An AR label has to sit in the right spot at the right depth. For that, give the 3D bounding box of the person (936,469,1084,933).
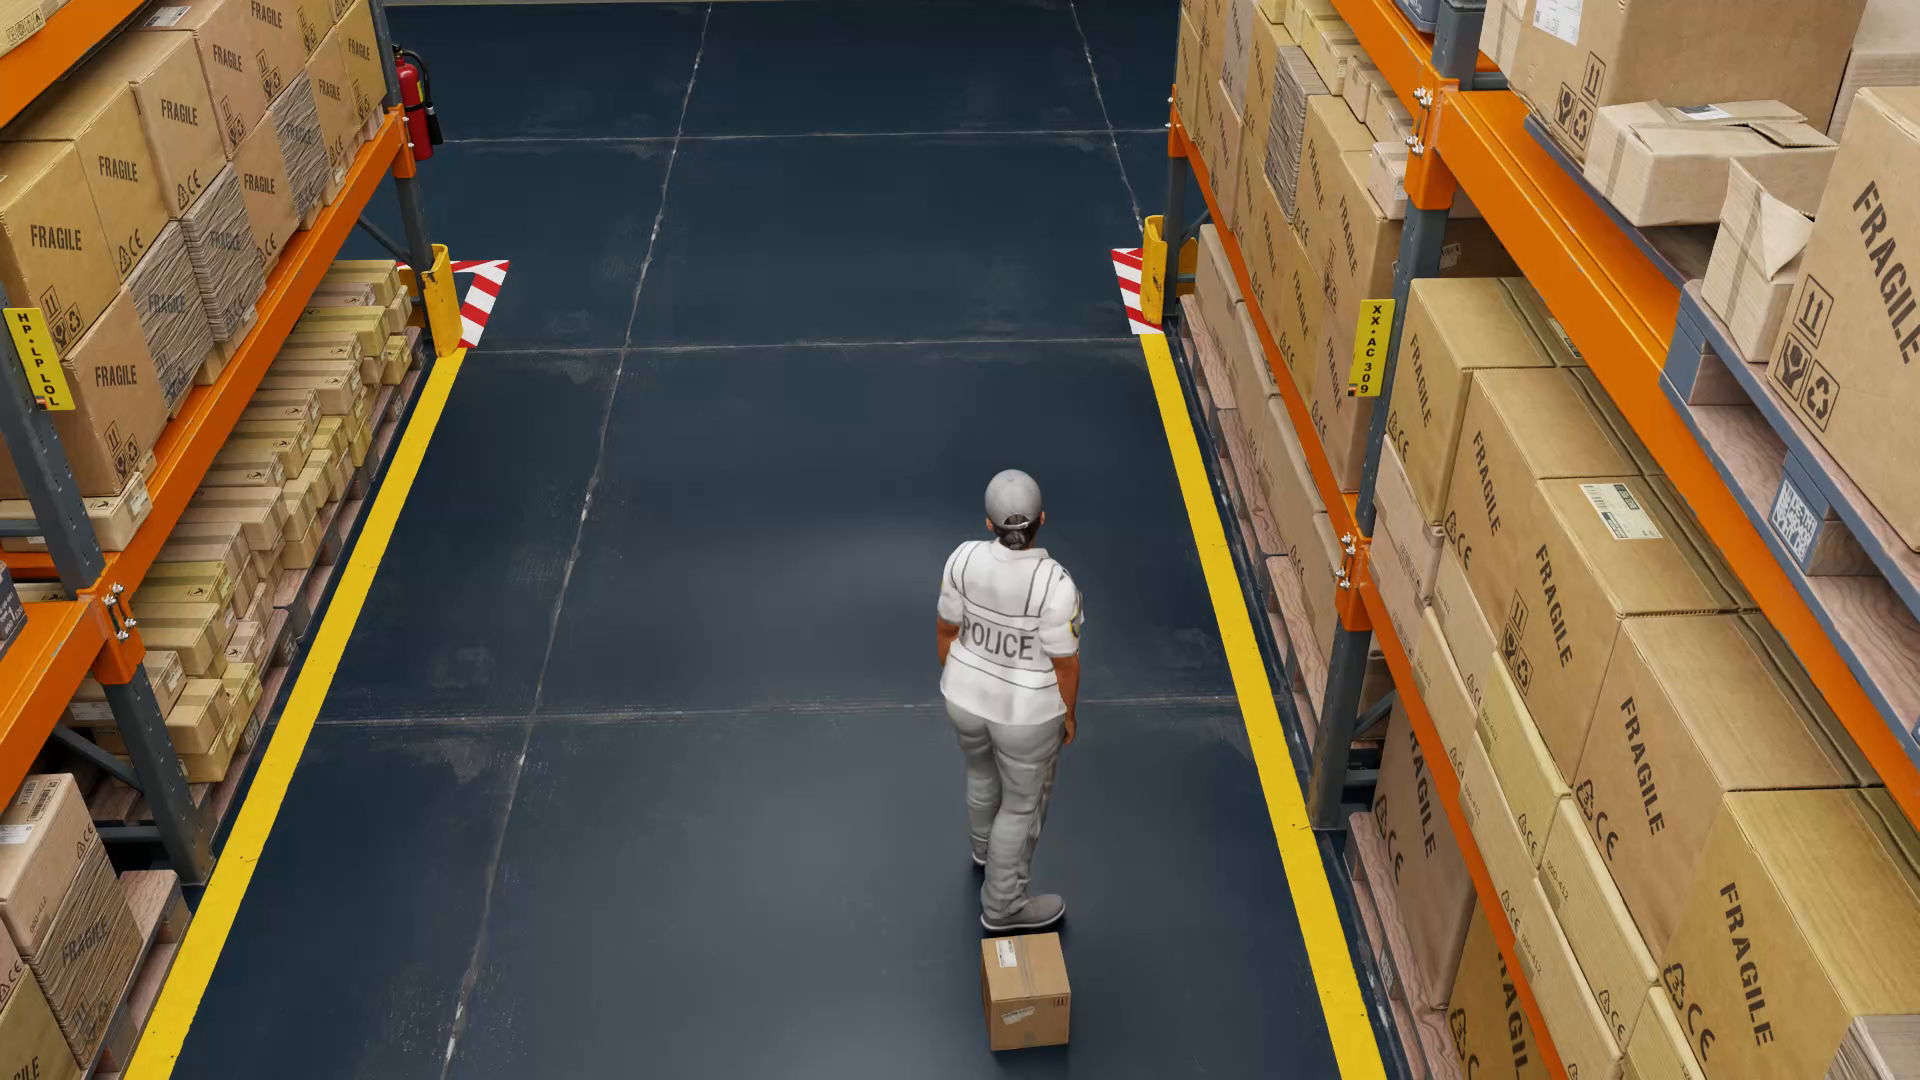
[{"bbox_3d":[0.173,0.521,5.405,0.522,1.664,0.538,22,41,28],"label":"person"}]
